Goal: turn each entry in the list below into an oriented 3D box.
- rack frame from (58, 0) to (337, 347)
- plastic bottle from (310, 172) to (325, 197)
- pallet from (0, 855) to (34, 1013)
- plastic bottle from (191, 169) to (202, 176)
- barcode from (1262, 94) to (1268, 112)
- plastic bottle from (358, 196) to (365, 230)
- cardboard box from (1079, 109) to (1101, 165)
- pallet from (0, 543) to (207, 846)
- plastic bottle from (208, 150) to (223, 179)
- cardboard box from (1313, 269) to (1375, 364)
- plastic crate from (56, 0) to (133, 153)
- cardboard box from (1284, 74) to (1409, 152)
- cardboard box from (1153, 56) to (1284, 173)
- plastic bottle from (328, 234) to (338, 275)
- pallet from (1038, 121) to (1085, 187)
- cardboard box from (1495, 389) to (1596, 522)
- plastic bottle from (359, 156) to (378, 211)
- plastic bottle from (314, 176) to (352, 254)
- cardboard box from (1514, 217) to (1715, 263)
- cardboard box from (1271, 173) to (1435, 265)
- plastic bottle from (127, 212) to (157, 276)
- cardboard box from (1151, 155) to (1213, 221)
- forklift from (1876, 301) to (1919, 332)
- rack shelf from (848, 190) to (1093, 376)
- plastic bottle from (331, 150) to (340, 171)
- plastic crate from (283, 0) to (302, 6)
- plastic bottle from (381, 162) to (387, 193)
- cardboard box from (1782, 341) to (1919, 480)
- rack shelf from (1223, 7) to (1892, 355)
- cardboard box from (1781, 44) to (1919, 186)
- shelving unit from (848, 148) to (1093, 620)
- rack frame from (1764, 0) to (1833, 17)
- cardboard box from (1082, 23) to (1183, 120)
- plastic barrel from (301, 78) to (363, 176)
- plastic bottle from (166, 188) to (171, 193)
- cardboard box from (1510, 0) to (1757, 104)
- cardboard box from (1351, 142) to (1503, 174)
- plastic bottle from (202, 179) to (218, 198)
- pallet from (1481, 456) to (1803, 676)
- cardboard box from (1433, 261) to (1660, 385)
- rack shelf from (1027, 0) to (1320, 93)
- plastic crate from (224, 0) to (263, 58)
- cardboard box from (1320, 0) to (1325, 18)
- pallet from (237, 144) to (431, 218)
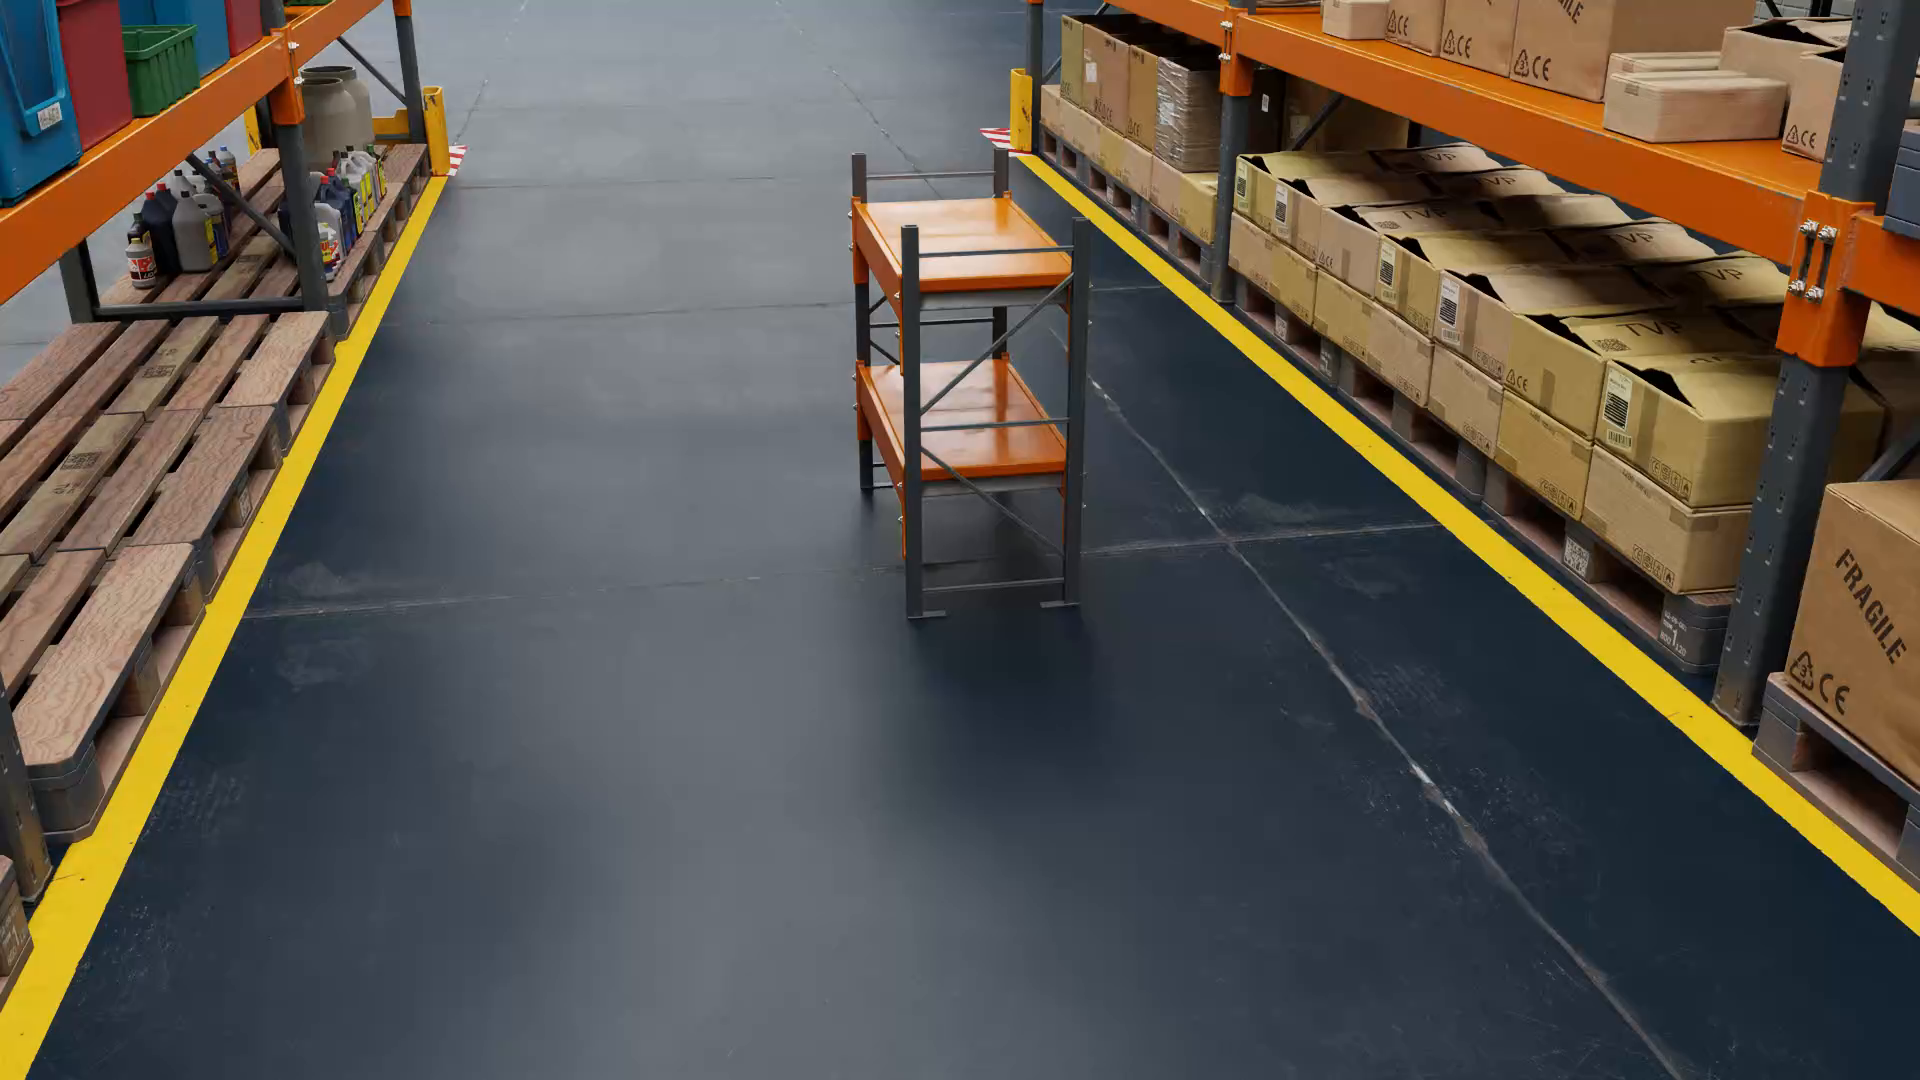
[{"bbox_3d":[-3.181,-2.167,6.464,1.000,3.000,0.127,-4,24,-10],"label":"rack frame"},{"bbox_3d":[-3.177,-1.689,8.223,0.152,0.276,0.135,-4,24,-10],"label":"plastic bottle"},{"bbox_3d":[-2.255,0.991,2.717,1.003,0.211,1.213,-4,24,-10],"label":"pallet"},{"bbox_3d":[-3.773,-1.702,8.257,0.097,0.271,0.097,0,24,0],"label":"plastic bottle"},{"bbox_3d":[1.325,-1.897,7.220,0.001,0.075,0.075,-4,24,-10],"label":"barcode"},{"bbox_3d":[-2.987,-1.622,8.162,0.097,0.201,0.097,0,24,0],"label":"plastic bottle"},{"bbox_3d":[1.016,-2.417,9.948,0.500,0.250,0.500,-4,24,-10],"label":"cardboard box"},{"bbox_3d":[-2.547,0.377,4.124,1.003,0.211,1.213,-4,24,-10],"label":"pallet"},{"bbox_3d":[-3.868,-1.871,8.629,0.061,0.283,0.133,-4,24,-9],"label":"plastic bottle"},{"bbox_3d":[1.710,-0.883,6.434,0.500,0.250,0.500,-5,24,-11],"label":"cardboard box"},{"bbox_3d":[-2.440,-1.281,4.356,0.402,0.464,0.583,-4,24,-10],"label":"plastic crate"},{"bbox_3d":[1.909,-2.014,8.087,0.500,0.500,0.500,-4,24,-10],"label":"cardboard box"},{"bbox_3d":[1.306,-2.172,8.449,0.500,0.500,0.500,-4,24,-10],"label":"cardboard box"},{"bbox_3d":[-2.828,-1.284,7.389,0.097,0.201,0.097,0,24,0],"label":"plastic bottle"},{"bbox_3d":[1.130,-2.530,10.779,1.003,0.211,1.213,-4,24,-10],"label":"pallet"},{"bbox_3d":[1.991,-0.283,5.060,0.500,0.250,0.500,-5,24,-10],"label":"cardboard box"},{"bbox_3d":[-3.105,-1.848,8.587,0.152,0.276,0.135,-5,24,-11],"label":"plastic bottle"},{"bbox_3d":[-2.923,-1.503,7.703,0.144,0.351,0.185,-4,24,-8],"label":"plastic bottle"},{"bbox_3d":[2.325,-0.985,5.967,0.500,0.311,0.500,-5,24,-10],"label":"cardboard box"},{"bbox_3d":[1.606,-1.343,6.788,0.500,0.311,0.500,-5,24,-10],"label":"cardboard box"},{"bbox_3d":[-3.595,-1.289,7.297,0.061,0.283,0.133,-3,24,-7],"label":"plastic bottle"},{"bbox_3d":[1.304,-1.828,8.599,0.500,0.250,0.500,-4,24,-10],"label":"cardboard box"},{"bbox_3d":[4.706,-1.643,5.349,1.130,2.935,3.031,-5,24,-11],"label":"forklift"},{"bbox_3d":[0.001,-0.781,4.902,0.538,0.278,1.000,-4,24,-10],"label":"rack shelf"},{"bbox_3d":[-3.236,-1.898,8.692,0.061,0.283,0.133,-4,24,-10],"label":"plastic bottle"},{"bbox_3d":[-3.153,-2.354,6.969,0.767,0.338,0.504,-4,24,-10],"label":"plastic crate"},{"bbox_3d":[-3.151,-1.970,8.959,0.097,0.201,0.097,0,24,0],"label":"plastic bottle"},{"bbox_3d":[2.619,-0.376,4.573,0.500,0.311,0.500,-4,24,-8],"label":"cardboard box"},{"bbox_3d":[2.057,-1.416,5.643,1.077,0.370,4.000,-4,24,-10],"label":"rack shelf"},{"bbox_3d":[2.402,-1.064,4.050,0.500,0.311,0.500,-3,24,-6],"label":"cardboard box"},{"bbox_3d":[0.001,-0.513,5.019,0.538,1.125,1.048,-4,24,-10],"label":"shelving unit"},{"bbox_3d":[5.815,-4.474,11.745,1.000,3.000,0.127,-4,24,-10],"label":"rack frame"},{"bbox_3d":[1.027,-2.762,9.800,0.500,0.500,0.500,-4,24,-10],"label":"cardboard box"},{"bbox_3d":[-3.632,-2.342,9.449,0.421,0.512,0.421,0,24,0],"label":"plastic barrel"},{"bbox_3d":[-3.690,-1.492,7.763,0.061,0.283,0.133,-3,24,-6],"label":"plastic bottle"},{"bbox_3d":[2.101,-1.663,5.186,0.500,0.500,0.500,-6,24,-13],"label":"cardboard box"},{"bbox_3d":[2.044,-1.583,7.338,0.500,0.311,0.500,-4,24,-10],"label":"cardboard box"},{"bbox_3d":[-3.583,-1.576,7.955,0.061,0.283,0.133,-4,24,-10],"label":"plastic bottle"},{"bbox_3d":[2.313,-0.008,5.004,1.003,0.211,1.213,-4,24,-10],"label":"pallet"},{"bbox_3d":[1.895,-0.739,5.404,0.500,0.311,0.500,-4,24,-10],"label":"cardboard box"},{"bbox_3d":[1.317,-2.989,9.245,1.077,0.370,4.000,-4,24,-10],"label":"rack shelf"},{"bbox_3d":[-2.791,-2.029,6.067,0.402,0.464,0.583,-4,24,-10],"label":"plastic crate"},{"bbox_3d":[1.821,-2.273,6.894,0.500,0.250,0.500,-3,24,-6],"label":"cardboard box"},{"bbox_3d":[-3.716,-2.116,9.831,1.003,0.211,1.213,-4,24,-10],"label":"pallet"}]
